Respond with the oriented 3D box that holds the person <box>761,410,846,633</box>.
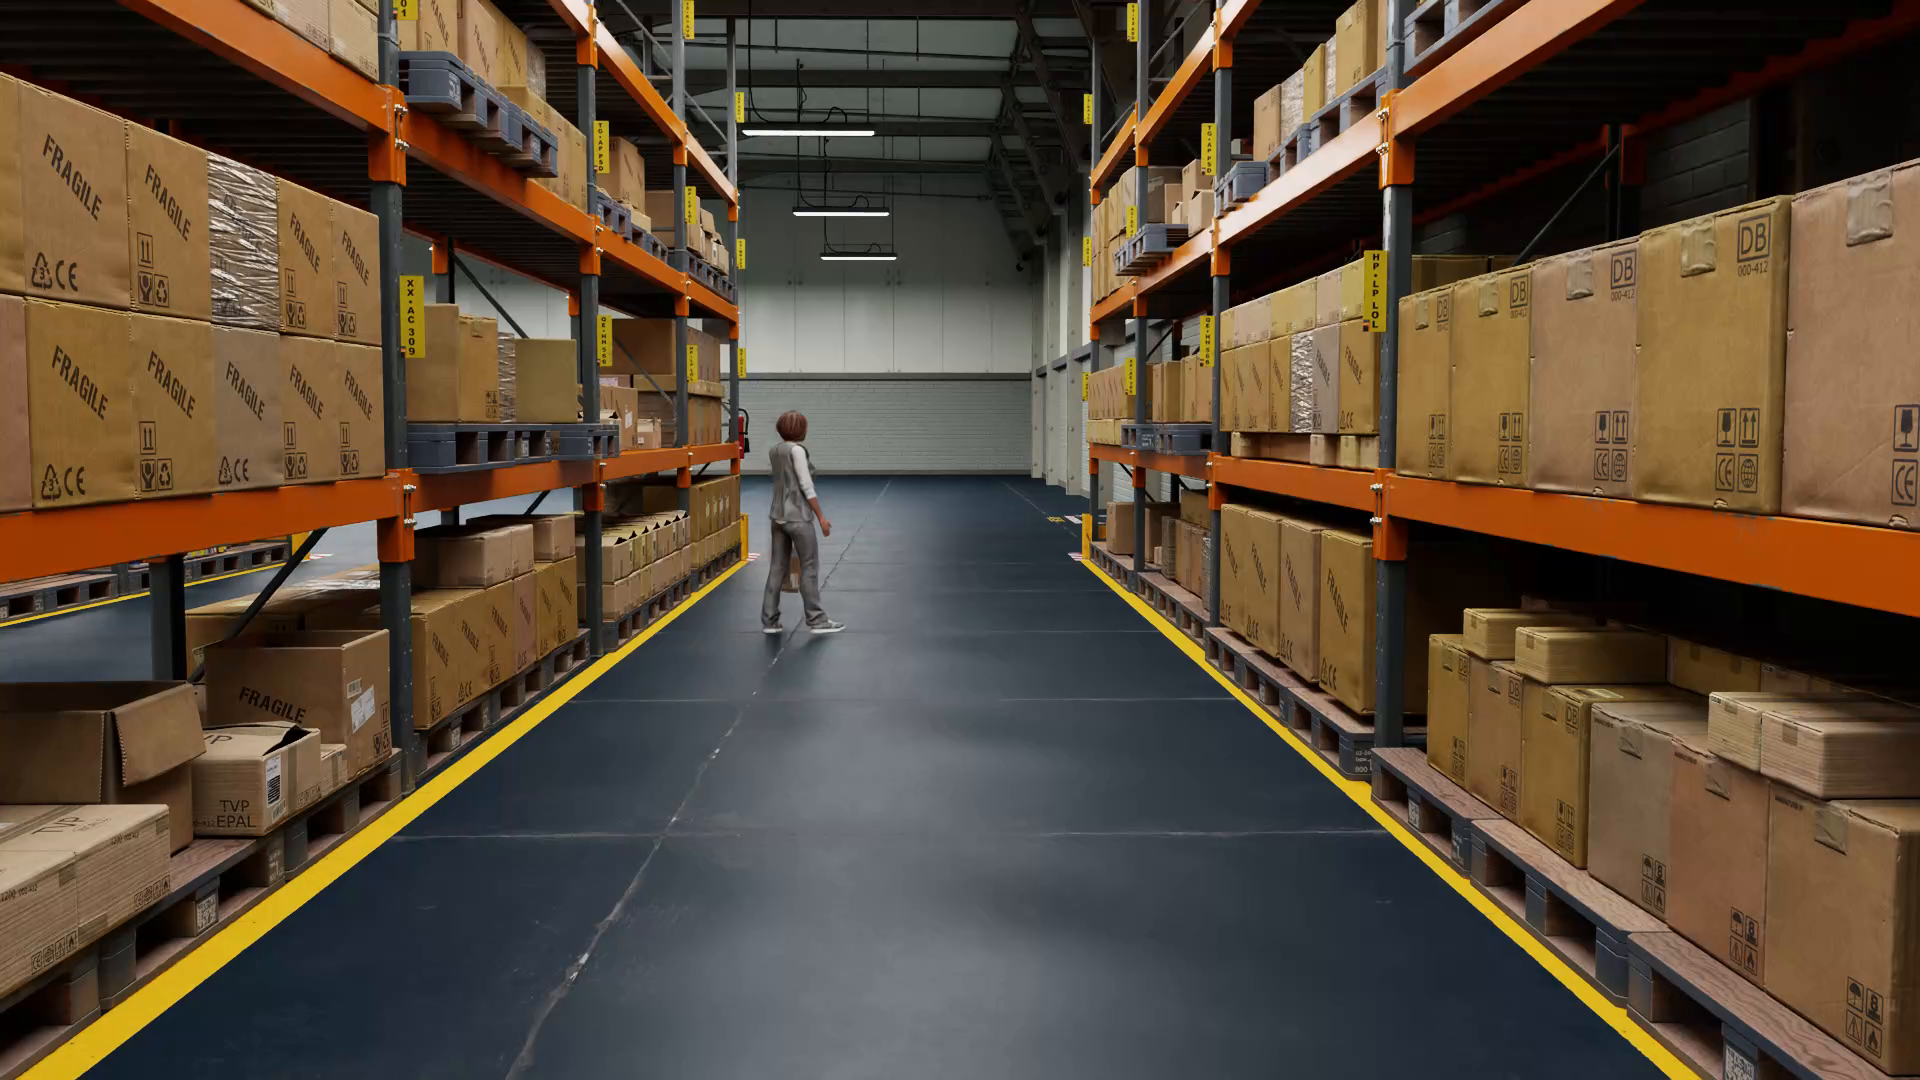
[{"bbox_3d":[-1.124,-0.127,11.851,0.565,1.590,0.547,-3,5,-38],"label":"person"}]
